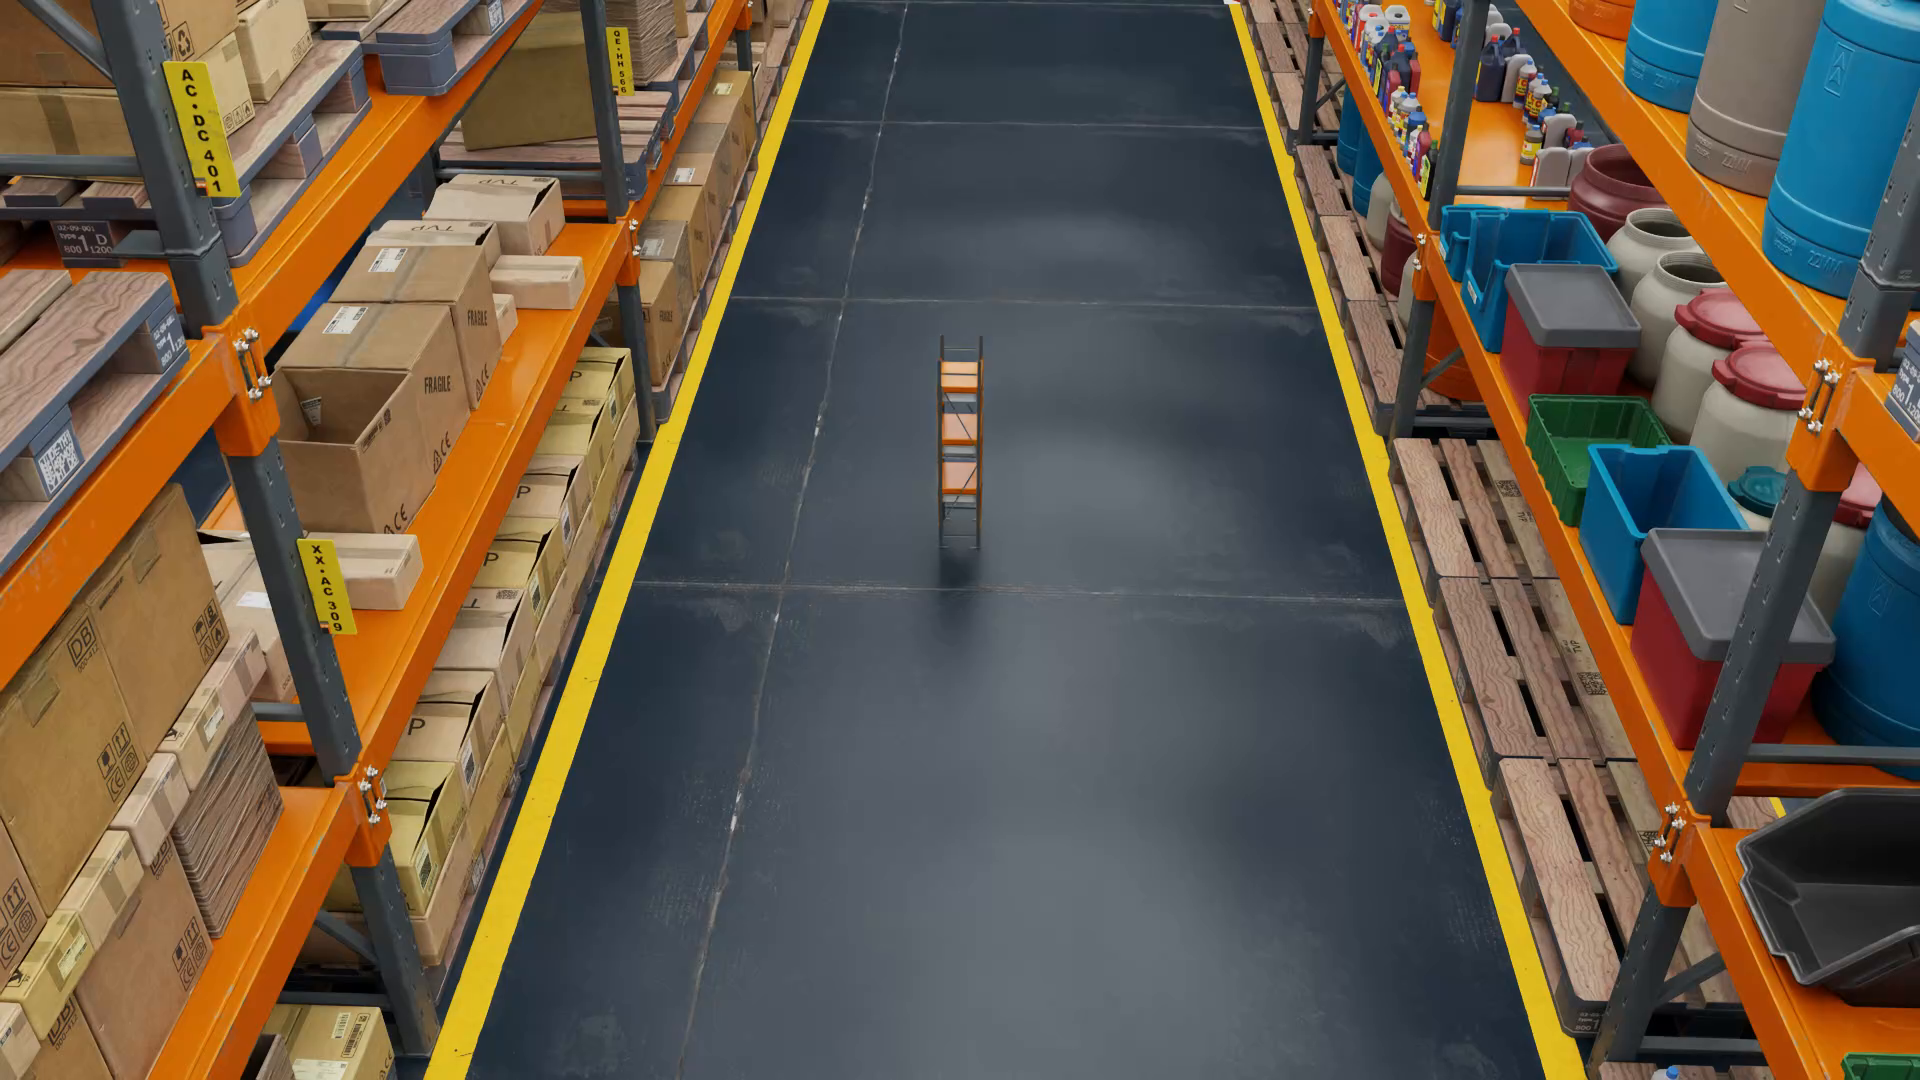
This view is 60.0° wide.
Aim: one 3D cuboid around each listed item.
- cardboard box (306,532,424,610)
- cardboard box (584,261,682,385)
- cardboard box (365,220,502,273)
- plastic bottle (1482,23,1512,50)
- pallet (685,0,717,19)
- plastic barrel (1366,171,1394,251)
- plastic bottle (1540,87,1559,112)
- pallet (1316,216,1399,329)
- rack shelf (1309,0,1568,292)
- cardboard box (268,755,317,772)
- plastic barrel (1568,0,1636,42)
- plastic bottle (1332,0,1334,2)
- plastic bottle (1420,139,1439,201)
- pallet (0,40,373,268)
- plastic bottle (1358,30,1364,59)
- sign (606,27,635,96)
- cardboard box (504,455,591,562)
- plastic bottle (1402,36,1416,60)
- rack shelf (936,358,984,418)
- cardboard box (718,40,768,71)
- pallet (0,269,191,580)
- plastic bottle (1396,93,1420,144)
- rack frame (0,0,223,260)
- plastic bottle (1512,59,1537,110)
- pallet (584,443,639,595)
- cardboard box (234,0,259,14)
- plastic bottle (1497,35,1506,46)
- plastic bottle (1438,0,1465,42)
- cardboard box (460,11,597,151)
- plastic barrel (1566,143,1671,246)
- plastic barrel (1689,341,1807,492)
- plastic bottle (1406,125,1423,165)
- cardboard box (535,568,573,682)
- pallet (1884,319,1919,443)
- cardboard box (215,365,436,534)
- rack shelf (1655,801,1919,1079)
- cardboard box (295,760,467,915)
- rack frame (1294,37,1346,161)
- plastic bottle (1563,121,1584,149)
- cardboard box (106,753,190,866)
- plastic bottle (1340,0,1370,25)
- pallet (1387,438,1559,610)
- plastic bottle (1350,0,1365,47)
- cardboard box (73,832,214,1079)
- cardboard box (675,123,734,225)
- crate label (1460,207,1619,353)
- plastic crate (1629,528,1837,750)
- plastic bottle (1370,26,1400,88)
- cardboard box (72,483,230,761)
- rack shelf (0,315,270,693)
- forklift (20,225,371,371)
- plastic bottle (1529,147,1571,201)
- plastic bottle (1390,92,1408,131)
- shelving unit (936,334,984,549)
[{"bbox_3d":[-2.076,0.106,5.709,0.380,0.149,0.250,1,35,2],"label":"cardboard box"},{"bbox_3d":[-1.851,-1.203,9.144,0.500,0.500,0.500,3,35,4],"label":"cardboard box"},{"bbox_3d":[-2.385,-1.245,7.490,0.500,0.311,0.500,1,35,1],"label":"cardboard box"},{"bbox_3d":[3.212,-2.977,9.986,0.152,0.276,0.135,1,35,2],"label":"plastic bottle"},{"bbox_3d":[-2.136,-3.554,10.865,1.003,0.211,1.213,1,35,2],"label":"pallet"},{"bbox_3d":[2.775,-2.085,10.406,0.421,0.512,0.421,0,35,0],"label":"plastic barrel"},{"bbox_3d":[3.213,-2.342,9.075,0.061,0.283,0.133,1,35,2],"label":"plastic bottle"},{"bbox_3d":[2.836,-1.686,10.466,1.003,0.211,1.213,1,35,2],"label":"pallet"},{"bbox_3d":[2.874,-2.529,9.865,1.077,0.370,4.000,1,35,2],"label":"rack shelf"},{"bbox_3d":[-2.571,0.693,6.194,0.500,0.311,0.500,2,35,3],"label":"cardboard box"},{"bbox_3d":[2.518,-2.234,5.838,0.600,0.830,0.708,1,35,2],"label":"plastic barrel"},{"bbox_3d":[2.514,-3.724,11.041,0.061,0.283,0.133,1,35,2],"label":"plastic bottle"},{"bbox_3d":[2.384,-1.869,8.402,0.061,0.283,0.133,1,35,2],"label":"plastic bottle"},{"bbox_3d":[-2.293,-1.149,4.833,0.805,0.209,1.217,0,35,0],"label":"pallet"},{"bbox_3d":[2.486,-3.036,10.134,0.097,0.201,0.097,0,35,0],"label":"plastic bottle"},{"bbox_3d":[-1.601,-2.253,7.841,0.100,0.325,0.005,1,35,2],"label":"sign"},{"bbox_3d":[-1.968,-0.172,7.424,0.500,0.311,0.500,1,35,2],"label":"cardboard box"},{"bbox_3d":[2.613,-2.816,9.760,0.097,0.271,0.097,0,35,0],"label":"plastic bottle"},{"bbox_3d":[0.002,-0.684,7.835,0.215,0.259,0.240,1,35,2],"label":"rack shelf"},{"bbox_3d":[-1.737,-3.843,13.191,0.380,0.166,0.250,1,35,2],"label":"cardboard box"},{"bbox_3d":[-2.324,-0.193,3.384,1.003,0.211,1.213,1,35,2],"label":"pallet"},{"bbox_3d":[2.432,-2.286,9.006,0.097,0.271,0.097,0,35,0],"label":"plastic bottle"},{"bbox_3d":[-2.316,-1.947,3.194,1.000,3.000,0.127,1,35,2],"label":"rack frame"},{"bbox_3d":[3.213,-2.592,9.441,0.097,0.271,0.097,0,35,0],"label":"plastic bottle"},{"bbox_3d":[-2.227,-0.178,8.319,1.003,0.211,1.213,1,35,2],"label":"pallet"},{"bbox_3d":[-2.252,-1.818,4.733,0.500,0.500,0.500,5,35,6],"label":"cardboard box"},{"bbox_3d":[3.169,-2.833,9.784,0.097,0.271,0.097,0,35,0],"label":"plastic bottle"},{"bbox_3d":[3.093,-3.314,10.399,0.144,0.351,0.185,1,35,2],"label":"plastic bottle"},{"bbox_3d":[-2.243,-2.368,8.558,0.700,0.500,0.500,-10,36,-14],"label":"cardboard box"},{"bbox_3d":[3.078,-1.456,7.595,0.600,0.536,0.708,1,35,2],"label":"plastic barrel"},{"bbox_3d":[2.920,-0.398,6.089,0.433,0.535,0.433,0,35,0],"label":"plastic barrel"},{"bbox_3d":[2.420,-2.089,8.787,0.097,0.201,0.097,0,35,0],"label":"plastic bottle"},{"bbox_3d":[-1.991,0.351,7.168,0.500,0.250,0.500,2,35,3],"label":"cardboard box"},{"bbox_3d":[2.702,-0.109,3.352,1.213,0.211,1.003,1,35,2],"label":"pallet"},{"bbox_3d":[-2.248,-0.277,5.948,0.500,0.500,0.500,4,35,5],"label":"cardboard box"},{"bbox_3d":[2.553,2.067,3.325,1.077,0.370,4.000,1,35,2],"label":"rack shelf"},{"bbox_3d":[-2.050,1.000,5.757,0.500,0.311,0.500,1,35,2],"label":"cardboard box"},{"bbox_3d":[2.955,-3.972,11.293,1.000,3.000,0.127,1,35,2],"label":"rack frame"},{"bbox_3d":[3.193,-2.055,8.667,0.061,0.283,0.133,1,35,2],"label":"plastic bottle"},{"bbox_3d":[-2.133,0.655,4.058,0.380,0.149,0.250,0,35,1],"label":"cardboard box"},{"bbox_3d":[2.541,-3.454,10.664,0.152,0.276,0.135,1,35,2],"label":"plastic bottle"},{"bbox_3d":[2.724,-0.089,8.193,1.003,0.211,1.213,1,35,2],"label":"pallet"},{"bbox_3d":[2.478,-3.213,10.315,0.061,0.283,0.133,1,35,2],"label":"plastic bottle"},{"bbox_3d":[-2.342,1.025,4.096,0.700,0.500,0.500,1,35,1],"label":"cardboard box"},{"bbox_3d":[-1.777,-2.384,10.825,0.500,0.500,0.500,2,35,2],"label":"cardboard box"},{"bbox_3d":[2.484,-1.124,7.210,0.502,0.435,0.616,1,35,2],"label":"crate label"},{"bbox_3d":[2.347,0.313,5.141,0.402,0.464,0.583,1,35,2],"label":"plastic crate"},{"bbox_3d":[2.491,-2.826,9.705,0.144,0.351,0.185,1,35,2],"label":"plastic bottle"},{"bbox_3d":[-2.327,0.191,4.154,0.700,0.500,0.500,1,35,2],"label":"cardboard box"},{"bbox_3d":[-2.396,0.724,2.629,1.077,0.370,4.000,1,35,2],"label":"rack shelf"},{"bbox_3d":[-5.038,-2.371,9.075,3.031,2.935,1.130,-2,35,-3],"label":"forklift"},{"bbox_3d":[2.982,-1.868,8.407,0.152,0.276,0.135,1,35,2],"label":"plastic bottle"},{"bbox_3d":[2.440,-2.369,9.185,0.097,0.201,0.097,0,35,0],"label":"plastic bottle"},{"bbox_3d":[0.002,-0.460,7.992,0.215,1.050,0.252,1,35,2],"label":"shelving unit"}]
